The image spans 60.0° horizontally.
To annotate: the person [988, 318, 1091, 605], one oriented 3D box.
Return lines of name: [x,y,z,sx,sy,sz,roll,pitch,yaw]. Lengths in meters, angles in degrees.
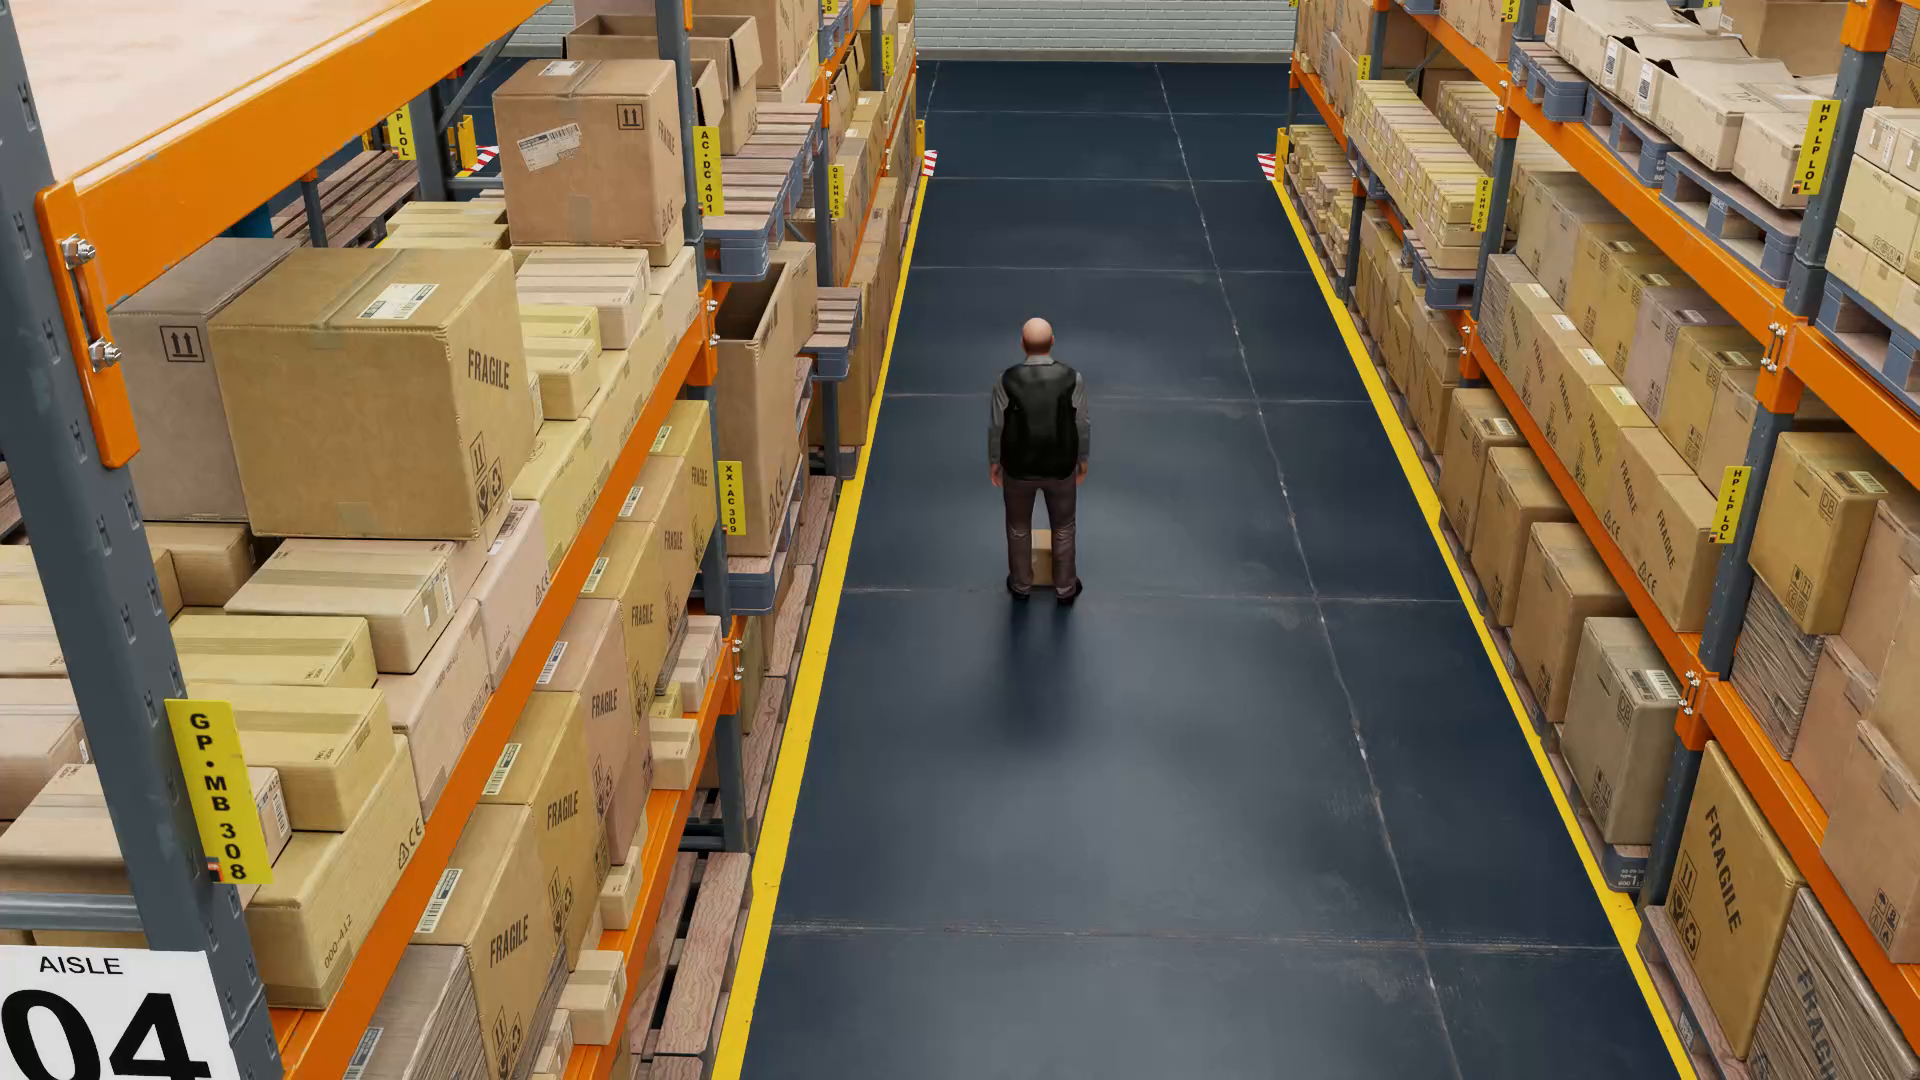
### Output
person: [0.444,-0.425,9.455,0.579,1.719,0.475,0,28,-1]
